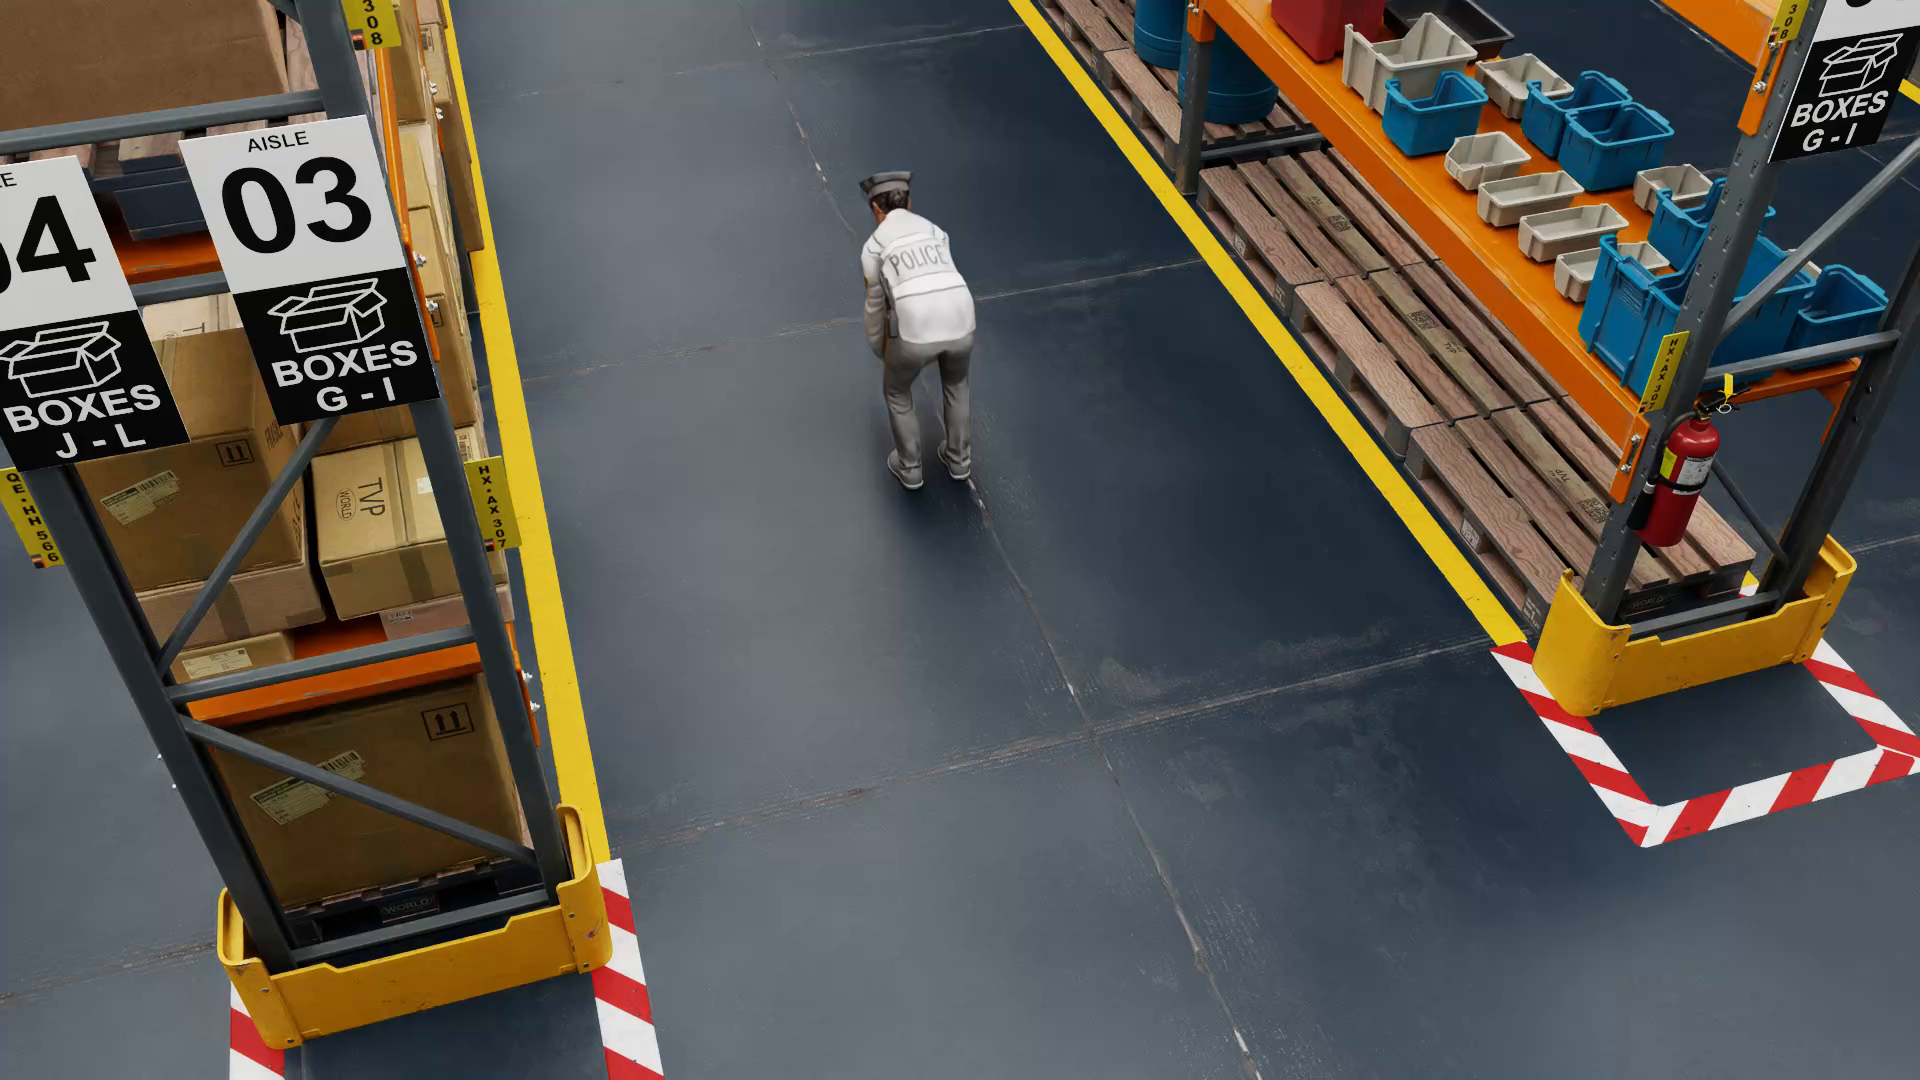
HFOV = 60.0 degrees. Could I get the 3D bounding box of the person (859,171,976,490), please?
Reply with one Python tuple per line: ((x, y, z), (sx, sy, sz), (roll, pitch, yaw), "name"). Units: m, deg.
((-0.213, -0.944, 7.470), (0.410, 1.294, 0.887), (-13, 44, -14), "person")
